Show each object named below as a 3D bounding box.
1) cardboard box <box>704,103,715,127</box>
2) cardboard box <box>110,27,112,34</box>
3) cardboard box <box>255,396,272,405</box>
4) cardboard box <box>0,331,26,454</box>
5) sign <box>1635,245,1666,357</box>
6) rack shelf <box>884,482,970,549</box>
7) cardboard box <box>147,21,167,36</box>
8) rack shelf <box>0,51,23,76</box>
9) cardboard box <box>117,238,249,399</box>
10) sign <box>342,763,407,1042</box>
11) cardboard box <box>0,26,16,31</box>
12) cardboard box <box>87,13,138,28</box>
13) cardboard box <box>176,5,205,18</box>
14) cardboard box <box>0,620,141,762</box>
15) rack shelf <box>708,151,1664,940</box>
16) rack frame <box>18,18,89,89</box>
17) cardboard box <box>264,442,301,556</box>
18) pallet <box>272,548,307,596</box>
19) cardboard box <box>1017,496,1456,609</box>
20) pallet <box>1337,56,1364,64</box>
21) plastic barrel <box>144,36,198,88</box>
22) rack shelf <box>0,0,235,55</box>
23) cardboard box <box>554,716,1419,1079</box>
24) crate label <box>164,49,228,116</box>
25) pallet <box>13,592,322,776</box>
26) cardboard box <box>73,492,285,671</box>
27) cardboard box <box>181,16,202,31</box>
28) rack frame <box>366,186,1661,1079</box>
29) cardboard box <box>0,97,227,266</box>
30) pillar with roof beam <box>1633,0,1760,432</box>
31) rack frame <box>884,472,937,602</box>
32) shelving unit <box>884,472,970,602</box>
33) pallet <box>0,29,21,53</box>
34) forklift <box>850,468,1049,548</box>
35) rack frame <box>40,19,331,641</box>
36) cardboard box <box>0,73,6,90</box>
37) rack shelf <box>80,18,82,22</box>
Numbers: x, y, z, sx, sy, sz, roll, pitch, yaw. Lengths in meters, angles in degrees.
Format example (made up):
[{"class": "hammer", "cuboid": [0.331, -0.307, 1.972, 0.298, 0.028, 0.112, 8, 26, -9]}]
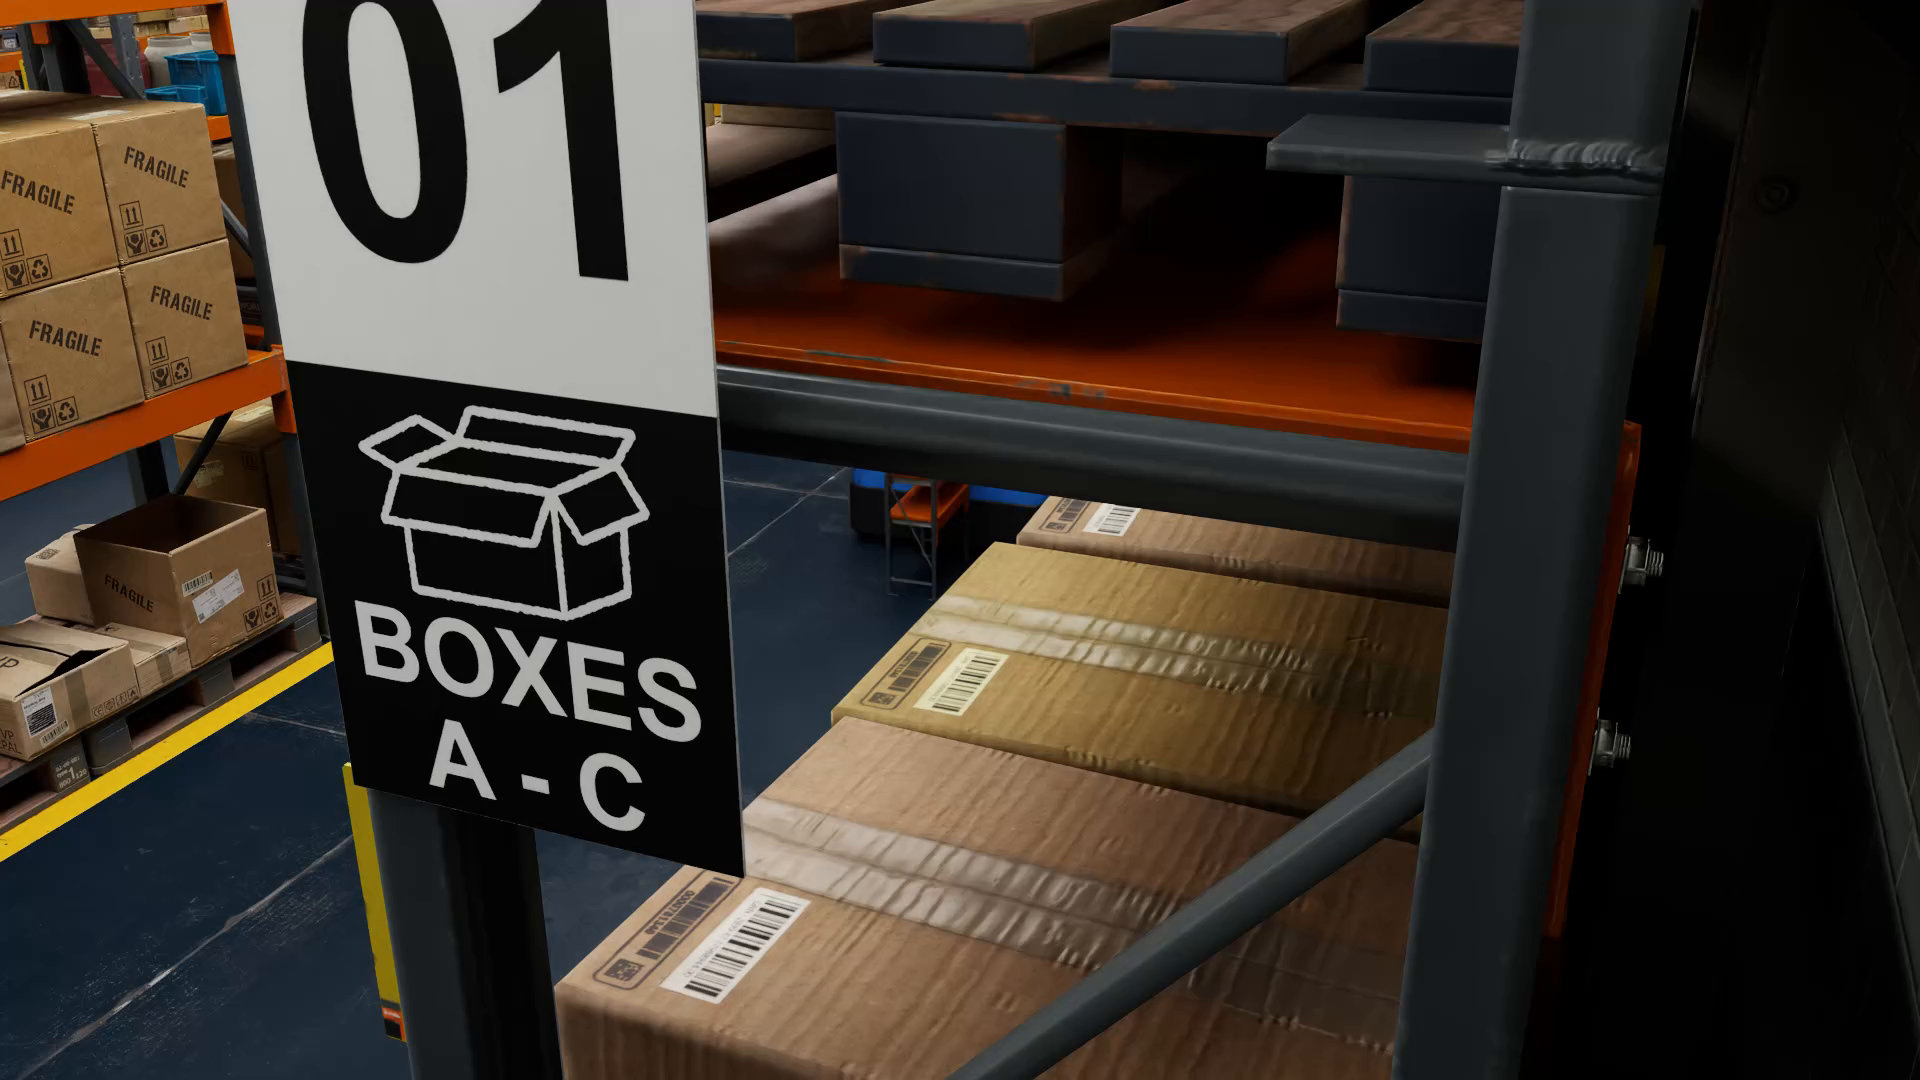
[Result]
[{"class": "cardboard box", "cuboid": [-1.810, -2.470, 9.596, 0.700, 0.500, 0.500, 1, 23, 2]}, {"class": "cardboard box", "cuboid": [-8.927, -5.328, 17.439, 0.380, 0.149, 0.250, 9, 24, 20]}, {"class": "cardboard box", "cuboid": [-3.058, -0.483, 8.186, 0.500, 0.500, 0.500, 9, 24, 20]}, {"class": "cardboard box", "cuboid": [-3.493, -0.501, 5.429, 0.500, 0.500, 0.500, 9, 24, 21]}, {"class": "sign", "cuboid": [1.950, -0.689, 4.782, 0.100, 0.325, 0.005, 9, 24, 20]}, {"class": "rack shelf", "cuboid": [-0.147, -0.131, 7.697, 0.258, 0.148, 0.480, 7, 24, 16]}, {"class": "cardboard box", "cuboid": [-8.776, -5.512, 17.880, 0.380, 0.149, 0.250, 9, 24, 20]}, {"class": "rack shelf", "cuboid": [-10.134, -4.275, 15.525, 1.077, 0.370, 4.000, 9, 24, 20]}, {"class": "cardboard box", "cuboid": [-3.114, -0.870, 6.312, 0.500, 0.500, 0.500, 9, 24, 21]}, {"class": "sign", "cuboid": [-0.551, 0.373, 1.655, 0.100, 0.325, 0.005, 9, 24, 20]}, {"class": "cardboard box", "cuboid": [-9.816, -5.529, 16.271, 1.000, 1.000, 1.000, 9, 24, 20]}, {"class": "cardboard box", "cuboid": [-9.167, -5.658, 17.388, 0.875, 0.500, 0.500, 9, 24, 20]}, {"class": "cardboard box", "cuboid": [-8.856, -6.025, 18.267, 0.875, 0.500, 0.500, 9, 24, 20]}, {"class": "cardboard box", "cuboid": [-3.394, 0.511, 6.053, 0.500, 0.311, 0.500, 9, 24, 20]}, {"class": "rack shelf", "cuboid": [0.691, -0.668, 3.000, 1.077, 0.370, 4.000, 9, 24, 20]}, {"class": "rack frame", "cuboid": [-9.391, -5.322, 17.100, 1.000, 3.000, 0.127, 9, 24, 20]}, {"class": "cardboard box", "cuboid": [-2.761, -0.228, 7.575, 0.500, 0.500, 0.500, 8, 24, 18]}, {"class": "pallet", "cuboid": [-2.900, -0.050, 8.095, 1.003, 0.211, 1.213, 9, 24, 20]}, {"class": "cardboard box", "cuboid": [0.680, 0.244, 3.386, 0.980, 0.700, 0.700, 8, 24, 17]}, {"class": "pallet", "cuboid": [0.666, -0.949, 2.853, 1.003, 0.211, 1.213, 9, 24, 20]}, {"class": "plastic barrel", "cuboid": [-6.095, -3.632, 12.908, 0.421, 0.512, 0.421, 0, 23, 0]}, {"class": "rack shelf", "cuboid": [-3.910, -1.376, 4.695, 1.077, 0.370, 4.000, 9, 24, 20]}, {"class": "cardboard box", "cuboid": [0.128, 0.777, 2.109, 0.980, 0.700, 0.700, 10, 25, 22]}, {"class": "crate label", "cuboid": [-5.658, -3.515, 12.727, 0.502, 0.435, 0.616, 9, 24, 20]}, {"class": "pallet", "cuboid": [-3.423, 0.493, 6.797, 1.003, 0.211, 1.213, 9, 24, 20]}, {"class": "cardboard box", "cuboid": [-3.115, 0.155, 6.659, 0.500, 0.500, 0.500, 9, 24, 20]}, {"class": "cardboard box", "cuboid": [-8.591, -5.691, 18.309, 0.380, 0.149, 0.250, 9, 24, 20]}, {"class": "rack frame", "cuboid": [-0.052, 1.099, 1.726, 1.000, 3.000, 0.127, 9, 24, 20]}, {"class": "cardboard box", "cuboid": [-3.114, -1.329, 6.114, 0.500, 0.500, 0.500, 9, 24, 20]}, {"class": "pillar with roof beam", "cuboid": [0.209, -5.489, 9.716, 9.100, 9.000, 0.400, 9, 24, 20]}, {"class": "rack frame", "cuboid": [-0.221, -0.287, 7.380, 0.240, 1.200, 0.015, 7, 24, 16]}, {"class": "shelving unit", "cuboid": [-0.147, -0.376, 7.595, 0.258, 1.200, 0.503, 7, 24, 16]}, {"class": "pallet", "cuboid": [-9.810, -4.981, 16.532, 1.003, 0.211, 1.213, 9, 24, 20]}, {"class": "forklift", "cuboid": [0.393, -1.827, 8.820, 1.130, 2.935, 3.031, 7, 24, 16]}, {"class": "rack frame", "cuboid": [-3.167, -1.040, 6.848, 1.000, 3.000, 0.127, 9, 24, 20]}, {"class": "cardboard box", "cuboid": [-12.989, -6.146, 21.284, 0.875, 0.875, 0.875, 8, 24, 19]}, {"class": "rack shelf", "cuboid": [-2.424, -2.808, 8.121, 1.077, 0.370, 4.000, 9, 24, 20]}]
